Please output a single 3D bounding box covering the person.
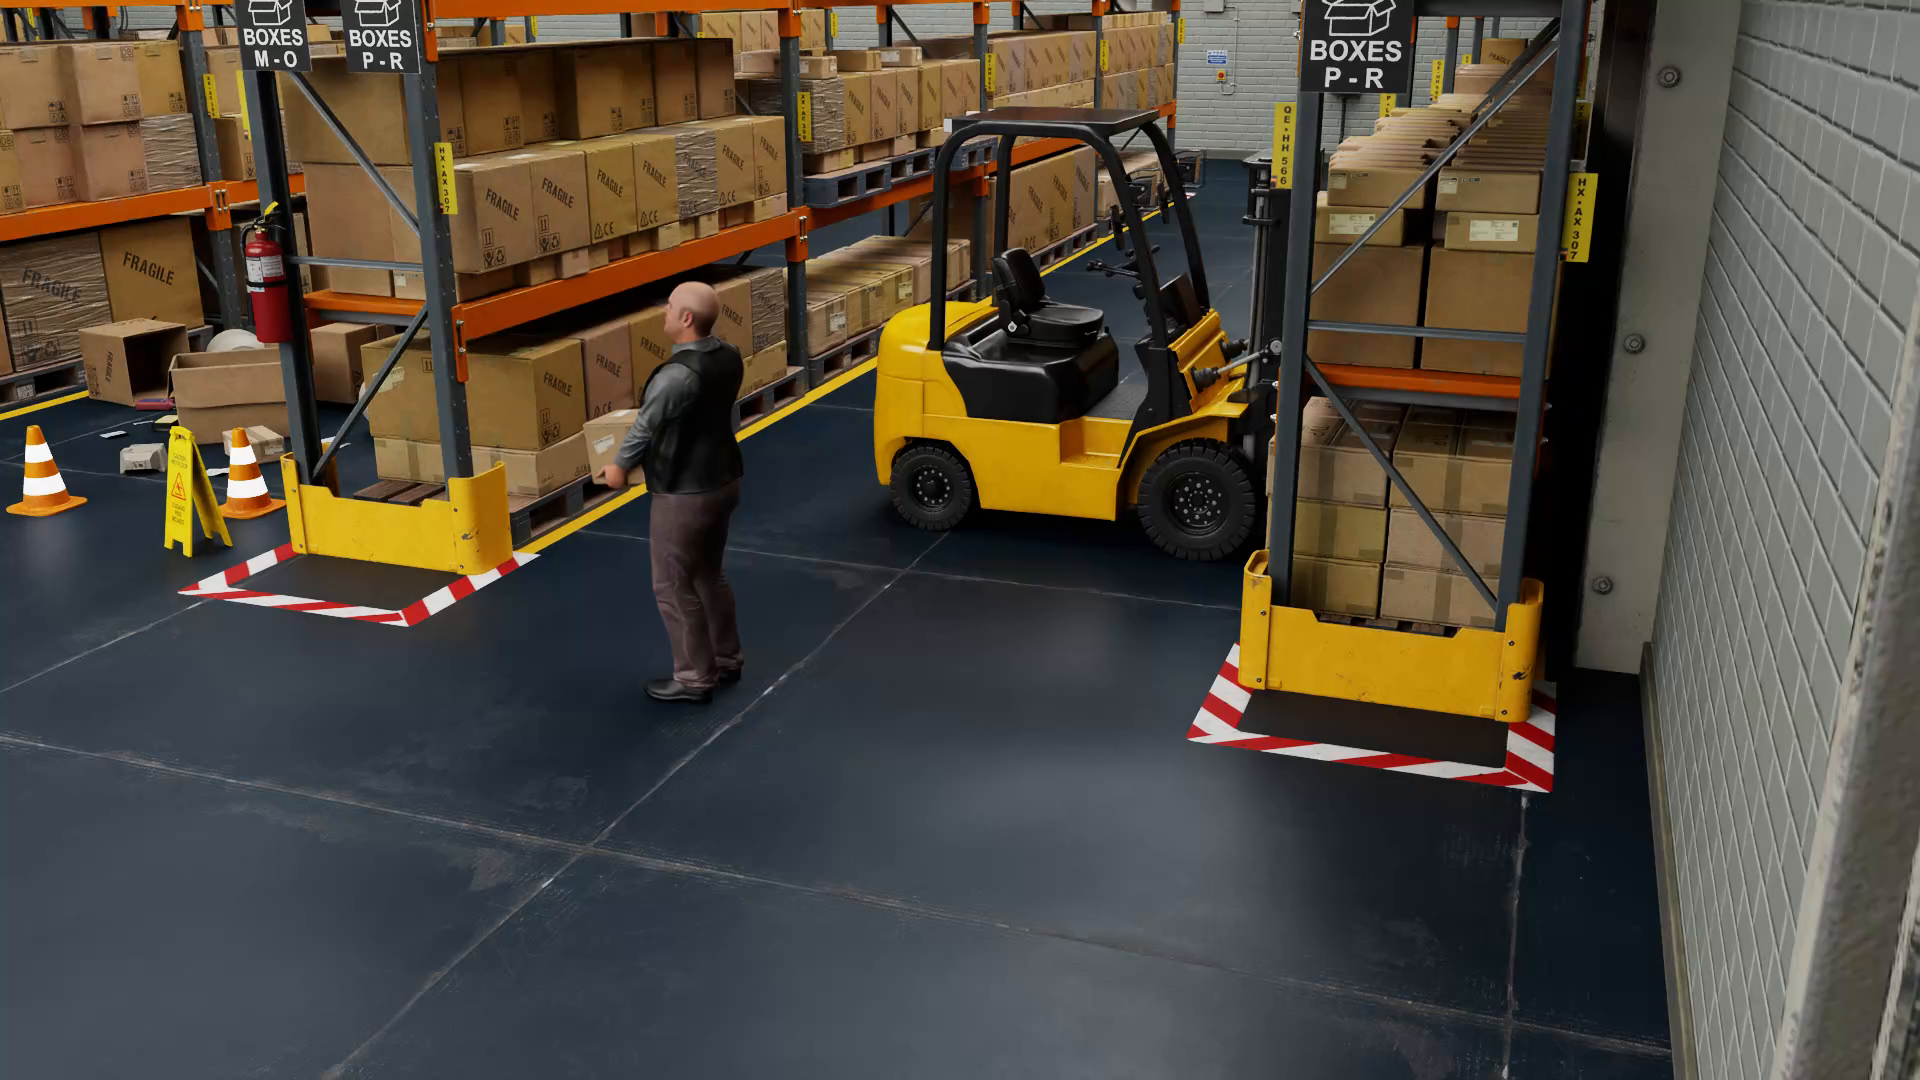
[{"bbox_3d":[-1.163,-0.198,6.705,0.551,1.711,0.494,7,20,19],"label":"person"}]
